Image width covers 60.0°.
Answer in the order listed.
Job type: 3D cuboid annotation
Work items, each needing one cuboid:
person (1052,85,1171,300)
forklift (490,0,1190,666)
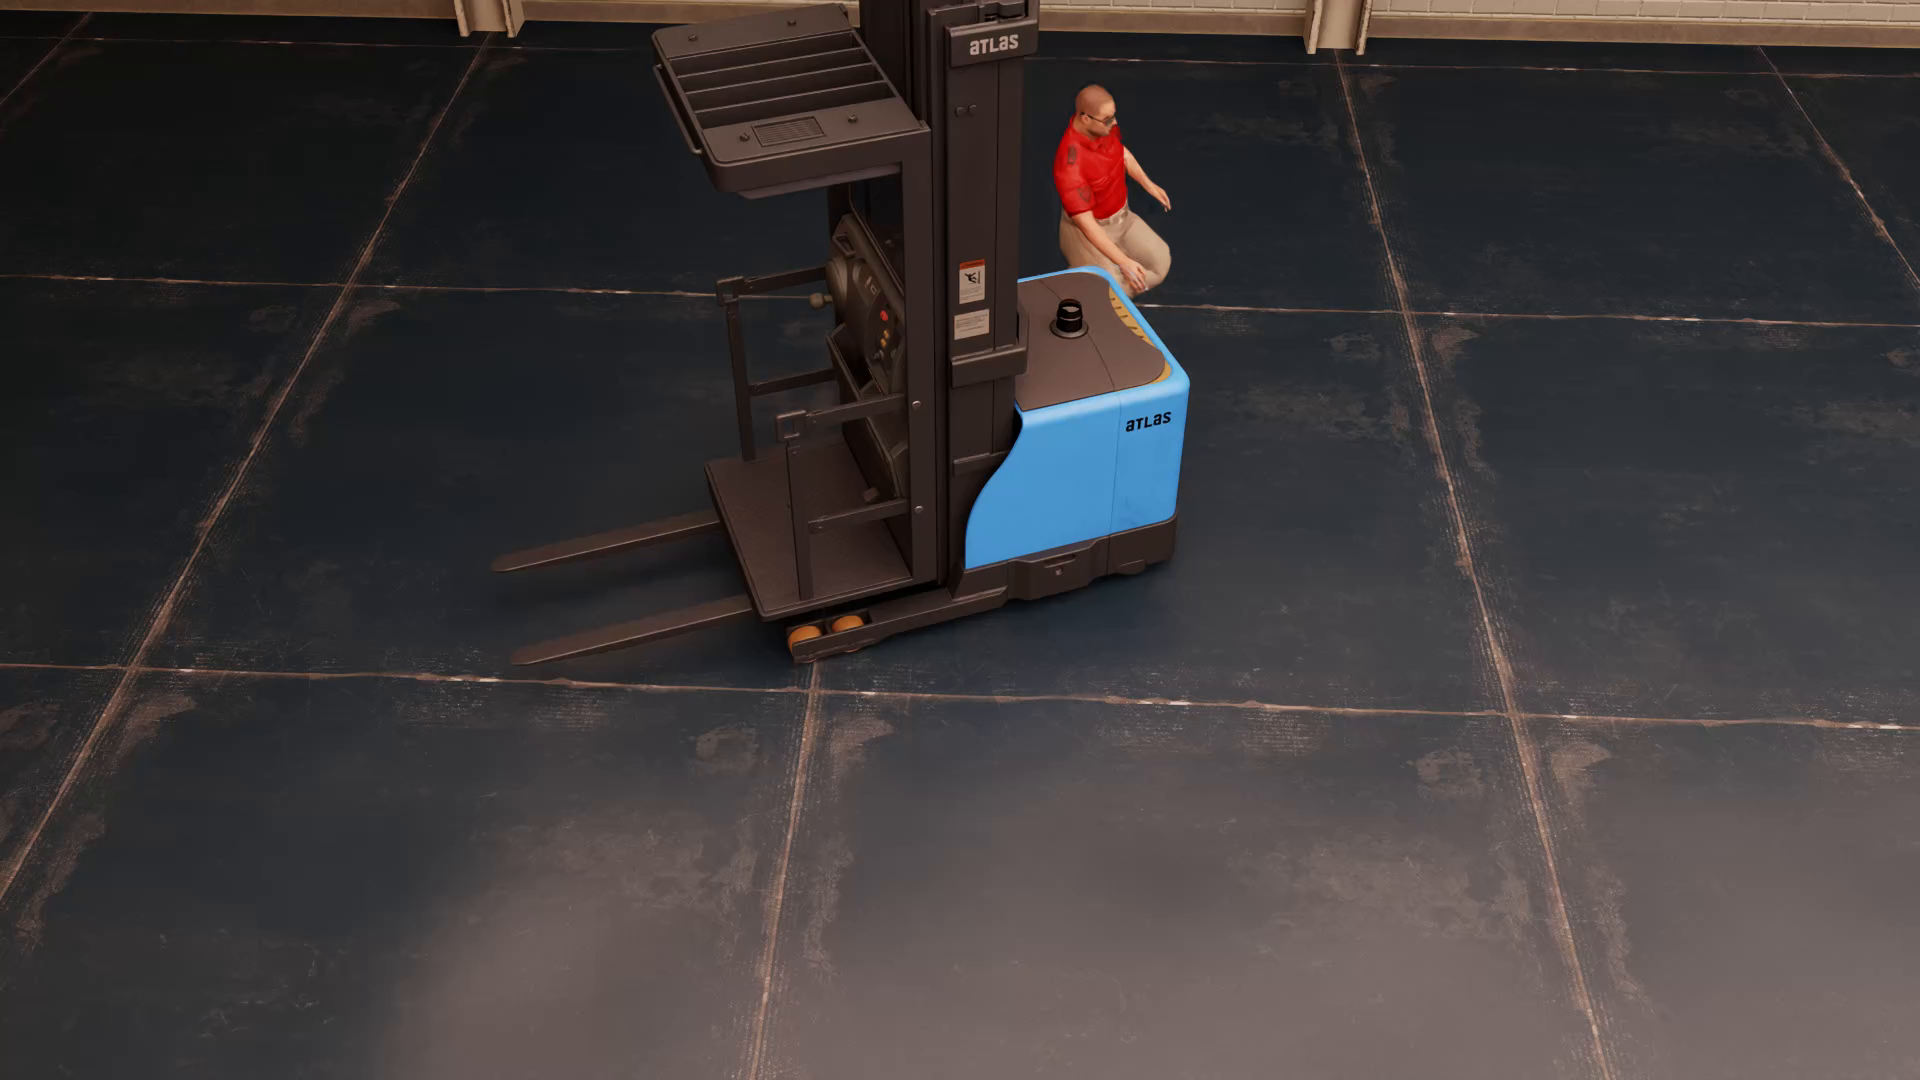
[{"bbox_3d":[0.798,-1.540,8.452,0.649,1.615,0.784,21,46,22],"label":"person"},{"bbox_3d":[-0.573,-0.945,6.778,3.031,2.935,1.130,-13,44,-14],"label":"forklift"}]
